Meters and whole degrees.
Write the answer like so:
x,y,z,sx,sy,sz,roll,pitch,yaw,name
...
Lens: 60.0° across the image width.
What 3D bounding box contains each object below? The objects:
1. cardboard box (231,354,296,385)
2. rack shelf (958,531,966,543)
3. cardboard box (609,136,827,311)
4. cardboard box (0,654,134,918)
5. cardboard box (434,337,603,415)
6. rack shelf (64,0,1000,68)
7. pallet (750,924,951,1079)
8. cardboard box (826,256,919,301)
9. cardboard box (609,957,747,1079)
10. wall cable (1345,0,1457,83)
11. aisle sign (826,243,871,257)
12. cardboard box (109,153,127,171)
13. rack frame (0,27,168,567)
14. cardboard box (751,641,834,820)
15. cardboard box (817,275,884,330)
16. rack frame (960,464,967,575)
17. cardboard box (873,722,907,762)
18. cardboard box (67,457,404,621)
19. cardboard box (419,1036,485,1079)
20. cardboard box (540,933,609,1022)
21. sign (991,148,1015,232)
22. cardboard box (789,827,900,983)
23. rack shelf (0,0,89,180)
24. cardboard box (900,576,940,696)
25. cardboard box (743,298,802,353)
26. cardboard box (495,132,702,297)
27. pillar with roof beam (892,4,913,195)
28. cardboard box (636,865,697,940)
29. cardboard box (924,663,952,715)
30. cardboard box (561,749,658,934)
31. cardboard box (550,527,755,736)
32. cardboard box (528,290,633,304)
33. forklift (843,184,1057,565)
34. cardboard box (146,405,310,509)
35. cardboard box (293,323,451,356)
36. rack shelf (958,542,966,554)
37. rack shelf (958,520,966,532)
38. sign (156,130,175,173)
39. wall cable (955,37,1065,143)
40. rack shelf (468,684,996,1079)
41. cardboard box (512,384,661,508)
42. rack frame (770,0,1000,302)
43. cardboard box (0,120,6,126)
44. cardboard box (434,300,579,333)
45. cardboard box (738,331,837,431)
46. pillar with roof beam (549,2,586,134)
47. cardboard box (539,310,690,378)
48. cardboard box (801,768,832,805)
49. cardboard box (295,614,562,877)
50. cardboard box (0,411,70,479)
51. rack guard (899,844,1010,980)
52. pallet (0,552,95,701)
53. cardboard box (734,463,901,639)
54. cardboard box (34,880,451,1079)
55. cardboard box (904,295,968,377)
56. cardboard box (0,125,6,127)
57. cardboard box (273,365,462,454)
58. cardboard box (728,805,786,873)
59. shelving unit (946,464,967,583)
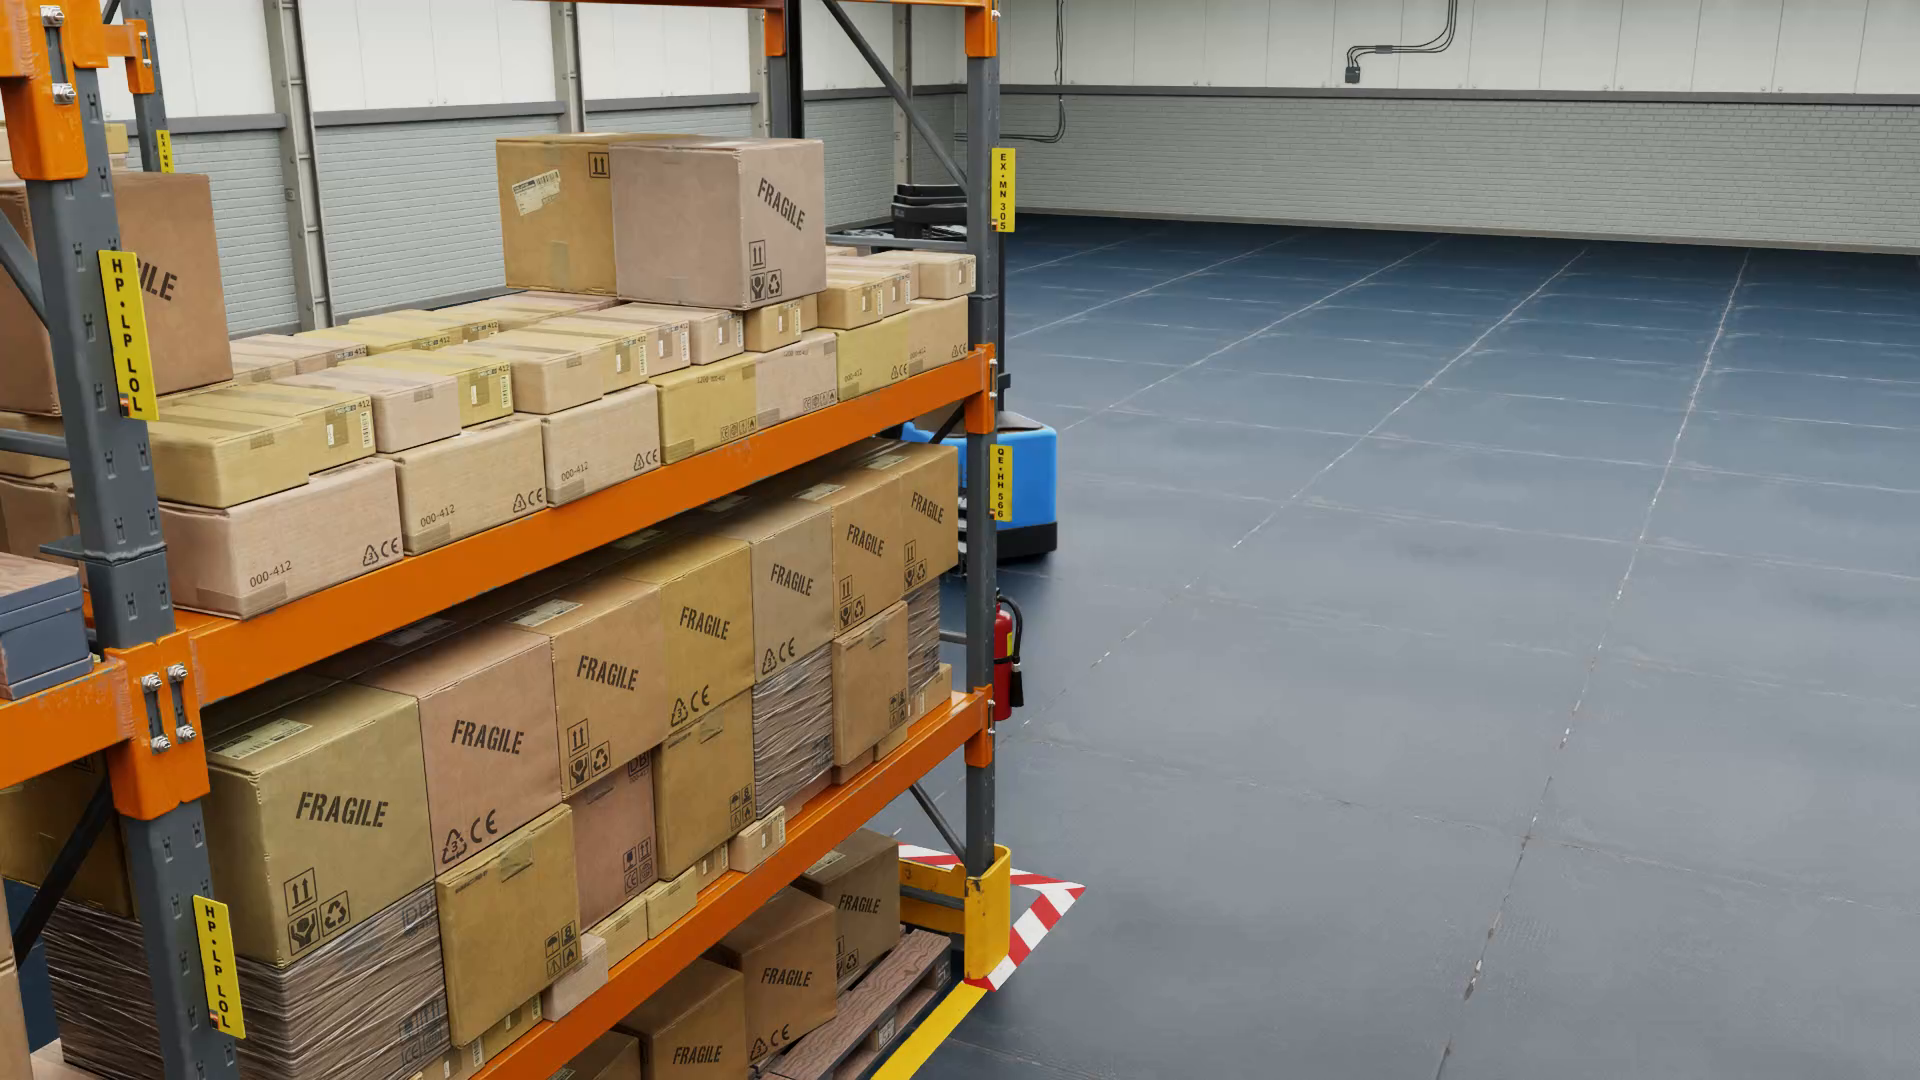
x,y,z,sx,sy,sz,roll,pitch,yaw,name
-1.980,-0.396,4.385,0.380,0.149,0.250,7,18,23,cardboard box
0.050,0.003,12.867,0.258,0.077,0.200,10,19,30,rack shelf
-0.782,-1.048,5.441,0.500,0.500,0.500,8,18,25,cardboard box
-2.148,0.592,4.308,0.500,0.500,0.500,8,18,25,cardboard box
-1.216,-0.456,4.588,0.380,0.149,0.250,8,18,24,cardboard box
-1.209,-1.627,4.967,1.077,0.370,4.000,8,18,25,rack shelf
-0.744,1.951,7.083,1.003,0.211,1.213,8,18,25,pallet
-0.382,-1.002,6.426,0.380,0.149,0.250,7,18,24,cardboard box
-1.143,1.861,6.145,0.500,0.500,0.500,10,19,30,cardboard box
9.650,-12.954,35.859,2.305,6.003,0.169,8,18,25,wall cable
-0.556,-0.907,7.245,0.394,0.787,0.004,8,18,25,aisle sign
-4.676,-1.861,8.583,0.500,0.250,0.500,8,18,26,cardboard box
-2.103,-1.464,3.149,1.000,3.000,0.127,8,18,25,rack frame
-0.964,0.604,6.026,0.875,0.500,0.500,8,18,25,cardboard box
-0.497,-0.852,5.919,0.380,0.149,0.250,8,18,26,cardboard box
0.103,-0.140,12.915,0.240,0.900,0.006,10,19,30,rack frame
-0.436,0.746,6.685,0.380,0.149,0.250,8,18,25,cardboard box
-1.673,-0.036,3.873,0.500,0.250,0.500,7,18,23,cardboard box
-1.528,1.387,4.529,0.380,0.149,0.250,8,18,25,cardboard box
-1.276,1.263,4.944,0.380,0.149,0.250,8,18,25,cardboard box
0.172,-1.394,6.625,0.100,0.325,0.005,8,18,25,sign
-0.610,1.547,7.201,0.500,0.500,0.500,12,20,36,cardboard box
-2.997,-0.418,1.593,1.077,0.370,4.000,8,18,25,rack shelf
-0.586,0.339,6.917,0.875,0.500,0.500,8,18,25,cardboard box
-0.748,-0.723,5.486,0.380,0.149,0.250,7,18,23,cardboard box
-1.221,-1.131,5.721,0.500,0.500,0.500,8,18,25,cardboard box
2.516,-11.405,36.619,9.100,9.000,0.400,8,18,25,pillar with roof beam
-1.080,1.132,5.386,0.380,0.149,0.250,8,18,25,cardboard box
-0.258,0.612,7.136,0.380,0.149,0.250,8,18,25,cardboard box
-1.458,0.851,5.191,0.875,0.500,0.500,8,18,25,cardboard box
-1.015,0.276,5.372,0.500,0.500,0.500,8,18,25,cardboard box
-1.257,-0.796,5.733,0.380,0.149,0.250,7,18,23,cardboard box
-0.317,-1.576,14.182,1.130,2.935,3.031,-8,18,-25,forklift
-1.682,-0.189,3.687,0.380,0.149,0.250,8,18,24,cardboard box
-1.699,-0.526,4.822,0.380,0.149,0.250,9,19,27,cardboard box
0.050,0.089,12.893,0.258,0.077,0.200,10,19,30,rack shelf
0.050,-0.083,12.841,0.258,0.077,0.200,10,19,30,rack shelf
-4.229,-2.016,8.858,0.100,0.325,0.005,8,18,25,sign
1.164,-11.047,40.865,3.097,2.526,0.112,8,18,25,wall cable
-1.209,1.247,5.820,1.077,0.370,4.000,8,18,25,rack shelf
-1.209,-0.297,4.751,0.500,0.250,0.500,7,18,23,cardboard box
-0.316,-2.483,6.579,1.000,3.000,0.127,8,18,25,rack frame
-5.142,-2.168,8.916,0.380,0.149,0.250,8,18,26,cardboard box
-1.433,-0.659,5.269,0.380,0.149,0.250,7,18,23,cardboard box
-0.761,-0.561,5.640,0.500,0.250,0.500,9,19,27,cardboard box
-2.847,-8.349,26.328,9.100,9.000,0.400,8,18,25,pillar with roof beam
-1.049,-0.596,5.057,0.380,0.149,0.250,9,19,27,cardboard box
-0.711,0.866,6.281,0.380,0.149,0.250,8,18,25,cardboard box
-1.452,0.532,4.510,0.500,0.500,0.500,8,18,25,cardboard box
-2.216,-0.265,3.943,0.380,0.149,0.250,9,19,27,cardboard box
-0.350,1.611,7.724,1.175,0.500,0.348,8,18,25,rack guard
-2.474,0.208,3.119,1.213,0.211,1.003,8,18,25,pallet
-0.559,0.023,6.225,0.500,0.500,0.500,8,18,25,cardboard box
-1.847,1.115,4.306,0.875,0.500,0.500,8,18,25,cardboard box
-0.304,-0.818,6.505,0.500,0.250,0.500,9,19,27,cardboard box
-4.668,-2.020,8.418,0.380,0.149,0.250,8,18,26,cardboard box
-1.483,-0.332,4.169,0.380,0.149,0.250,8,18,26,cardboard box
-0.835,1.008,5.805,0.380,0.149,0.250,8,18,25,cardboard box
0.049,-0.115,12.832,0.258,0.900,0.210,10,19,30,shelving unit
